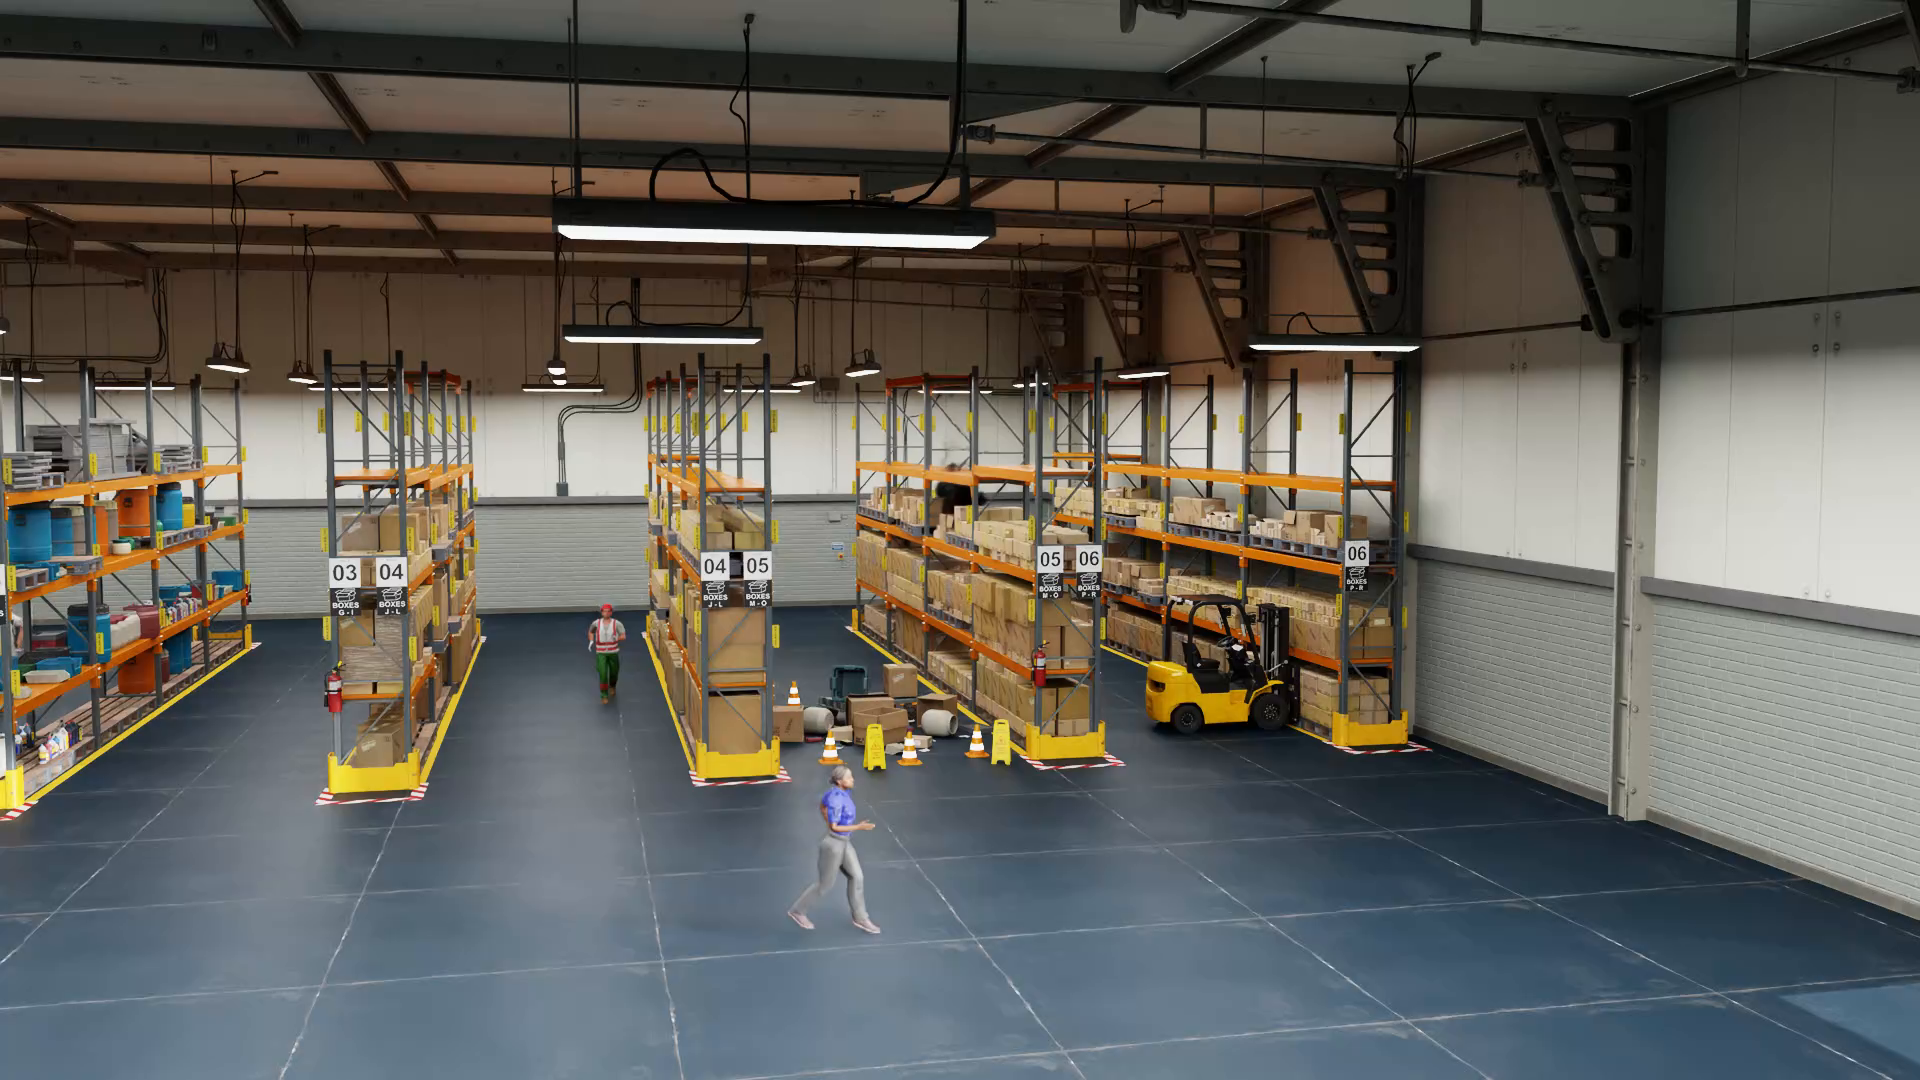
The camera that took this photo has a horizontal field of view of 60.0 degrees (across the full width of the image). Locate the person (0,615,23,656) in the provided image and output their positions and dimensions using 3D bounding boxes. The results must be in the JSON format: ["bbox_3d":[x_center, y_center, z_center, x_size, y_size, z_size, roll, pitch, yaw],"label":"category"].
[{"bbox_3d":[-17.702,1.950,30.749,0.650,1.603,0.695,-1,4,-19],"label":"person"}]

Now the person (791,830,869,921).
[{"bbox_3d":[-1.276,3.304,16.319,0.748,0.894,0.358,1,4,11],"label":"person"}]

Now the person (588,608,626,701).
[{"bbox_3d":[-6.322,2.012,29.808,0.662,1.664,0.824,-1,4,-12],"label":"person"}]
